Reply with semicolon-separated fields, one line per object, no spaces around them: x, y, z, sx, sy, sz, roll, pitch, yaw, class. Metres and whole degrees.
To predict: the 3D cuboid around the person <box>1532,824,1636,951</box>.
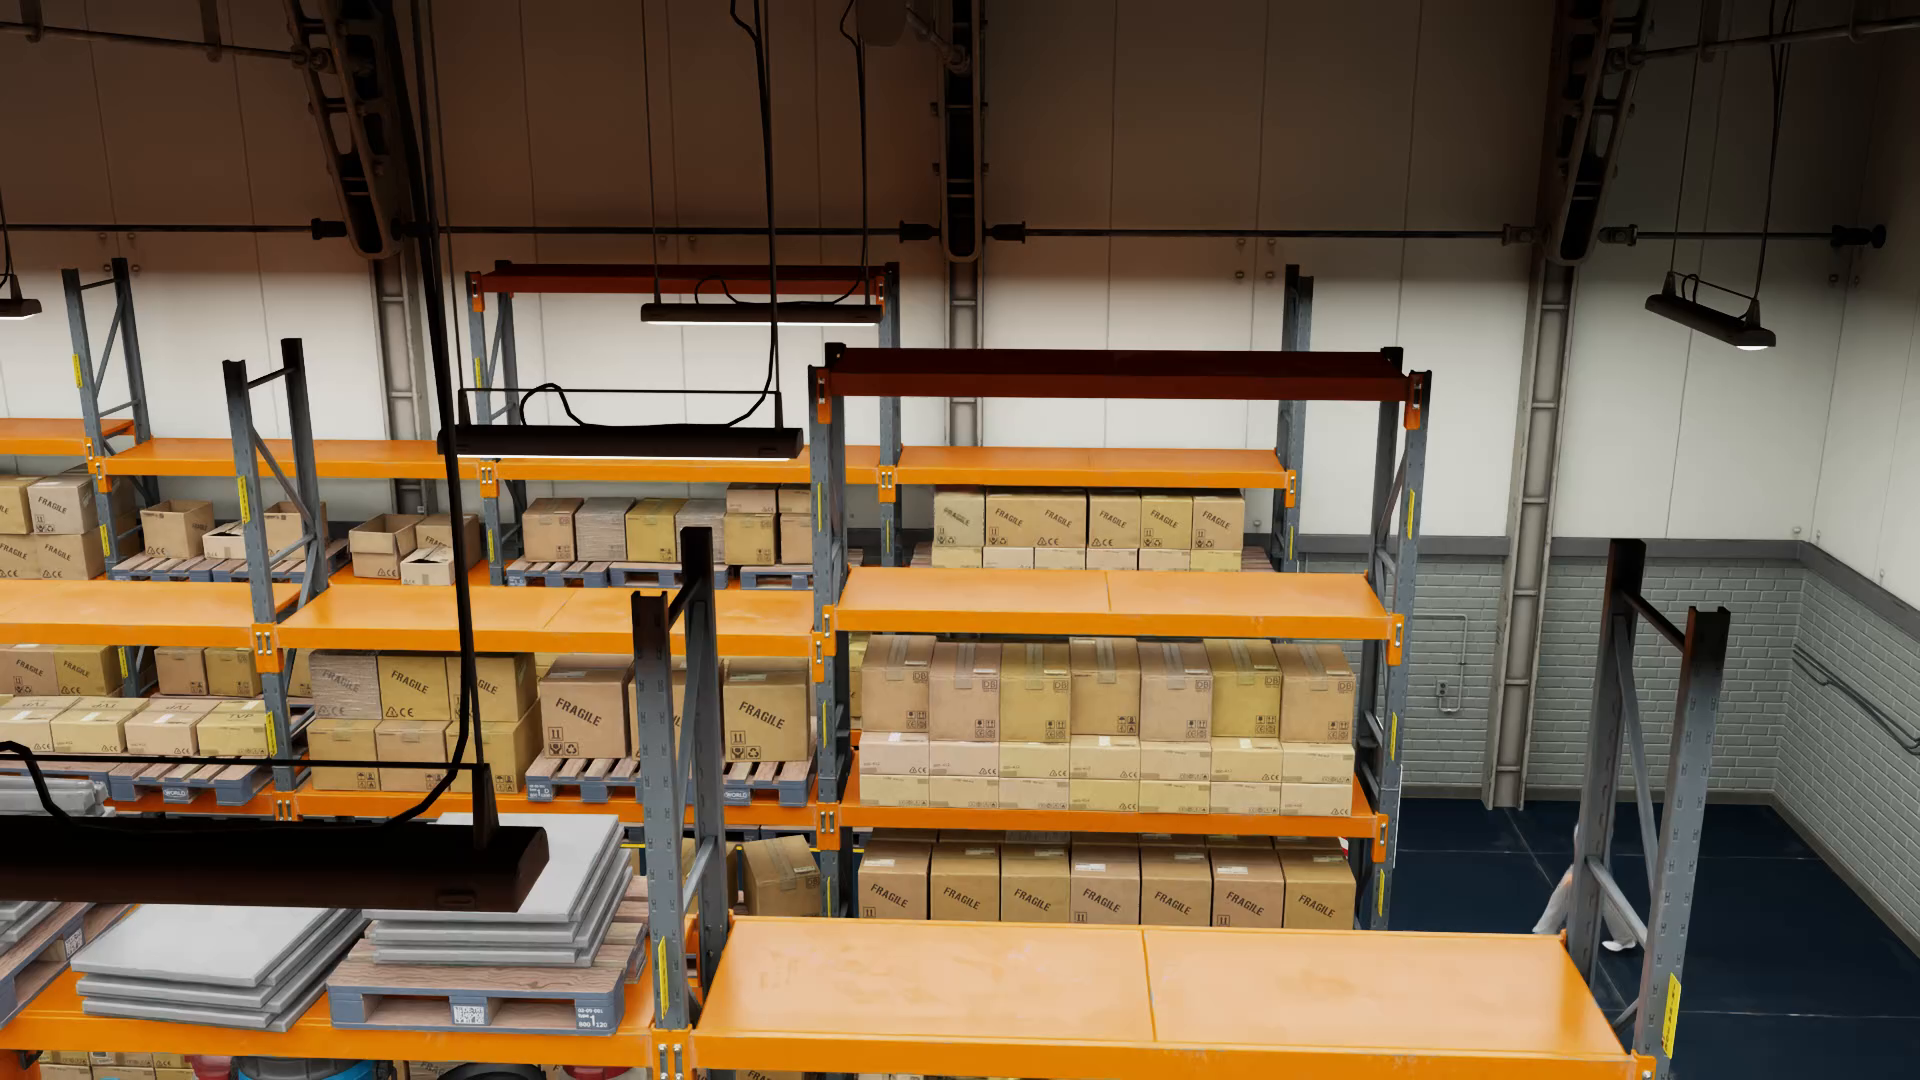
5.730;3.025;15.237;1.058;1.610;0.466;0;16;1;person
